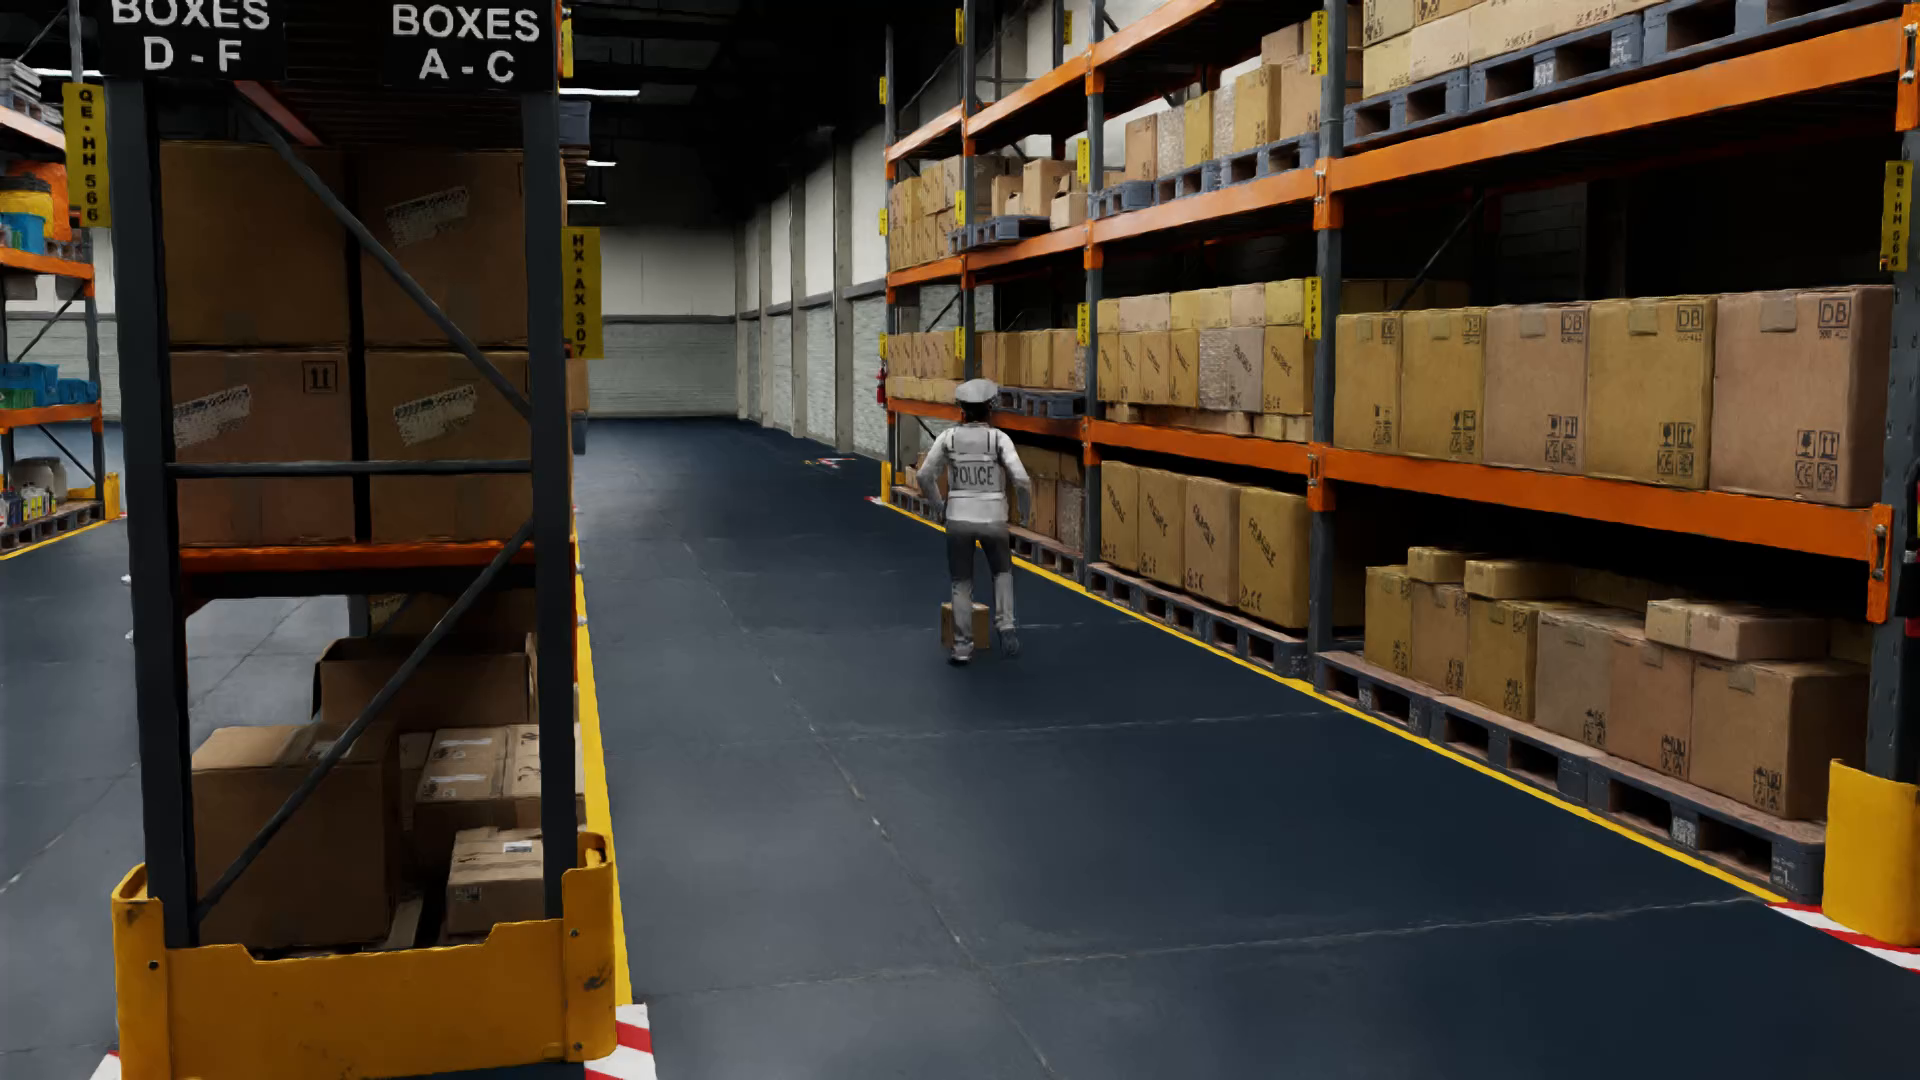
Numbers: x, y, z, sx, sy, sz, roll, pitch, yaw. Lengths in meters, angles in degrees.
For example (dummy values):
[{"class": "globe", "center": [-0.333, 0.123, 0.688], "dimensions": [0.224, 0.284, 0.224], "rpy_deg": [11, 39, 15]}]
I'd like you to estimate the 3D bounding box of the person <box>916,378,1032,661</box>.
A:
[{"class": "person", "center": [0.087, -0.108, 9.648], "dimensions": [0.675, 1.660, 0.467], "rpy_deg": [1, 6, 6]}]
